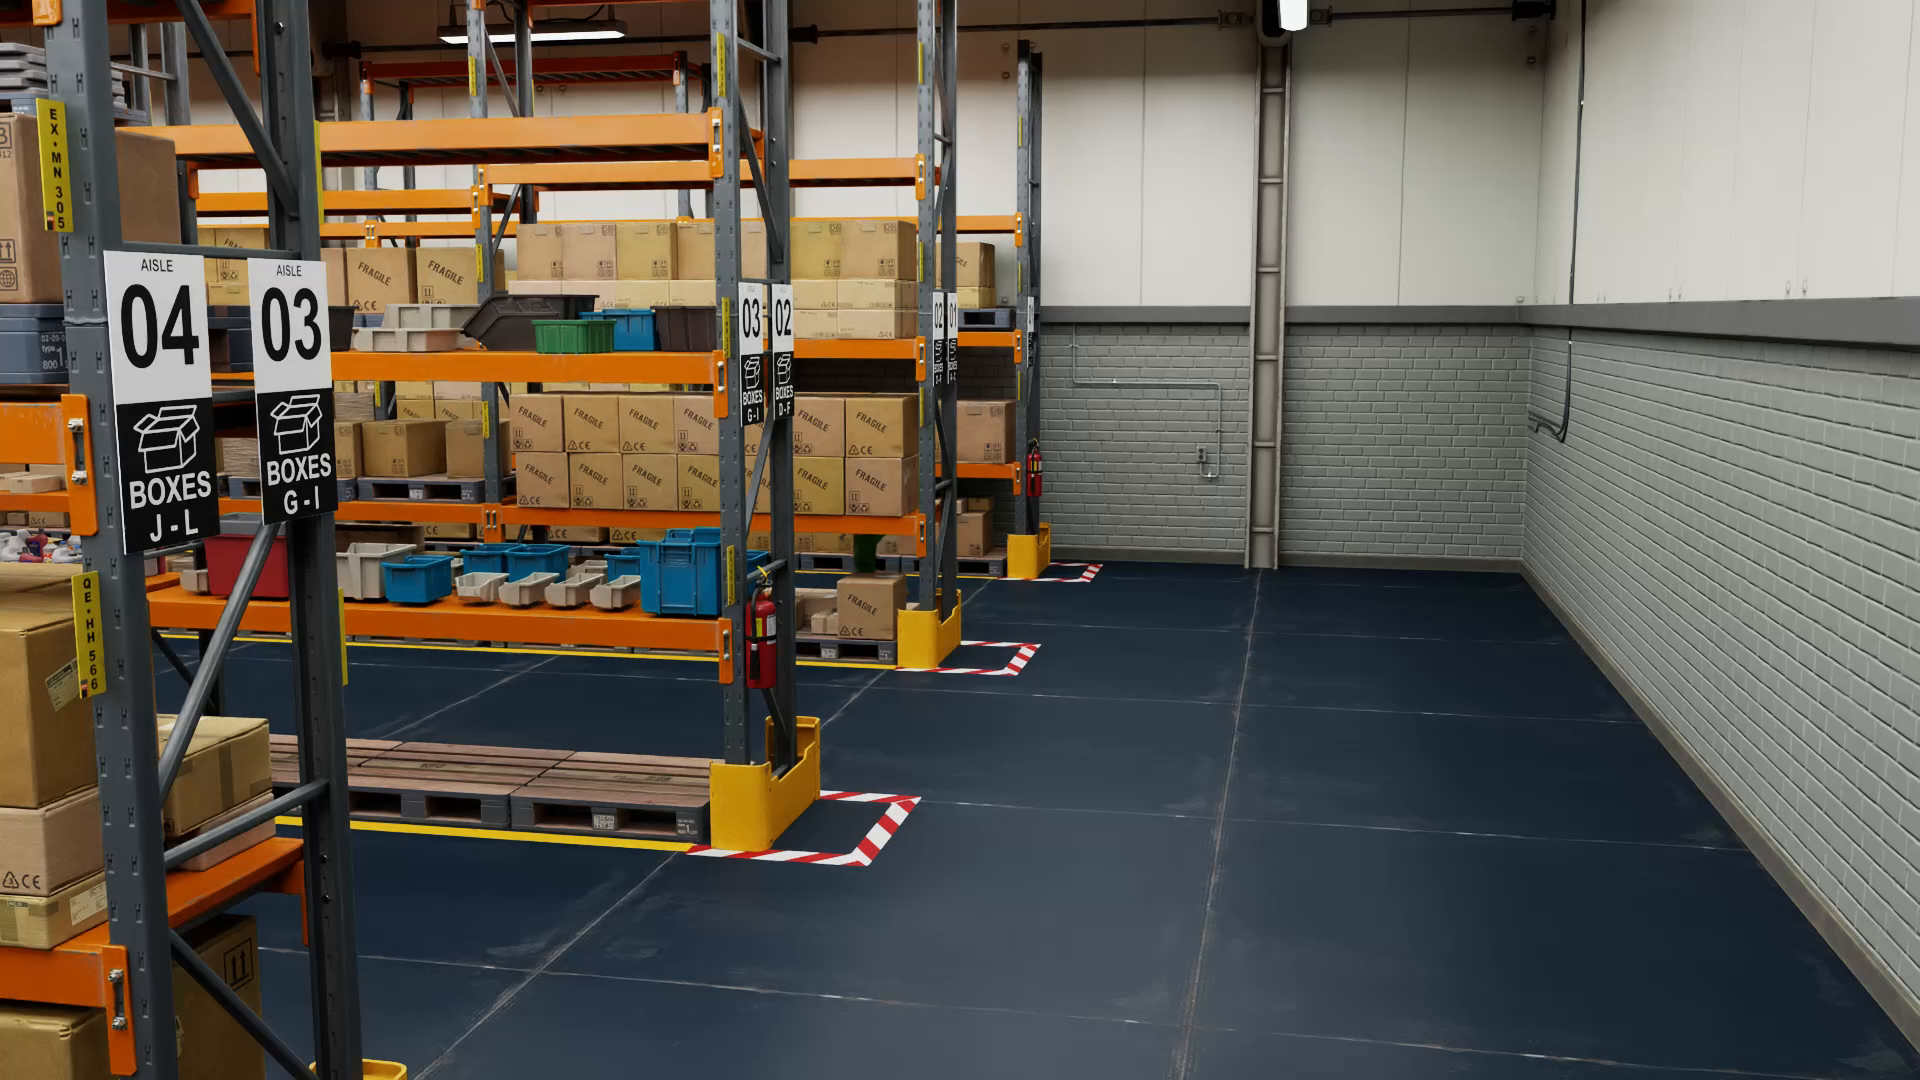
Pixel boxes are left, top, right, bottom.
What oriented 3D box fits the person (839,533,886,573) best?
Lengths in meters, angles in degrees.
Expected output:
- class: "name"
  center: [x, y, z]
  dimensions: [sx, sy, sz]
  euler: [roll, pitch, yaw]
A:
- class: "person"
  center: [-0.917, -0.077, 16.463]
  dimensions: [0.462, 1.852, 0.635]
  euler: [2, 8, 14]
